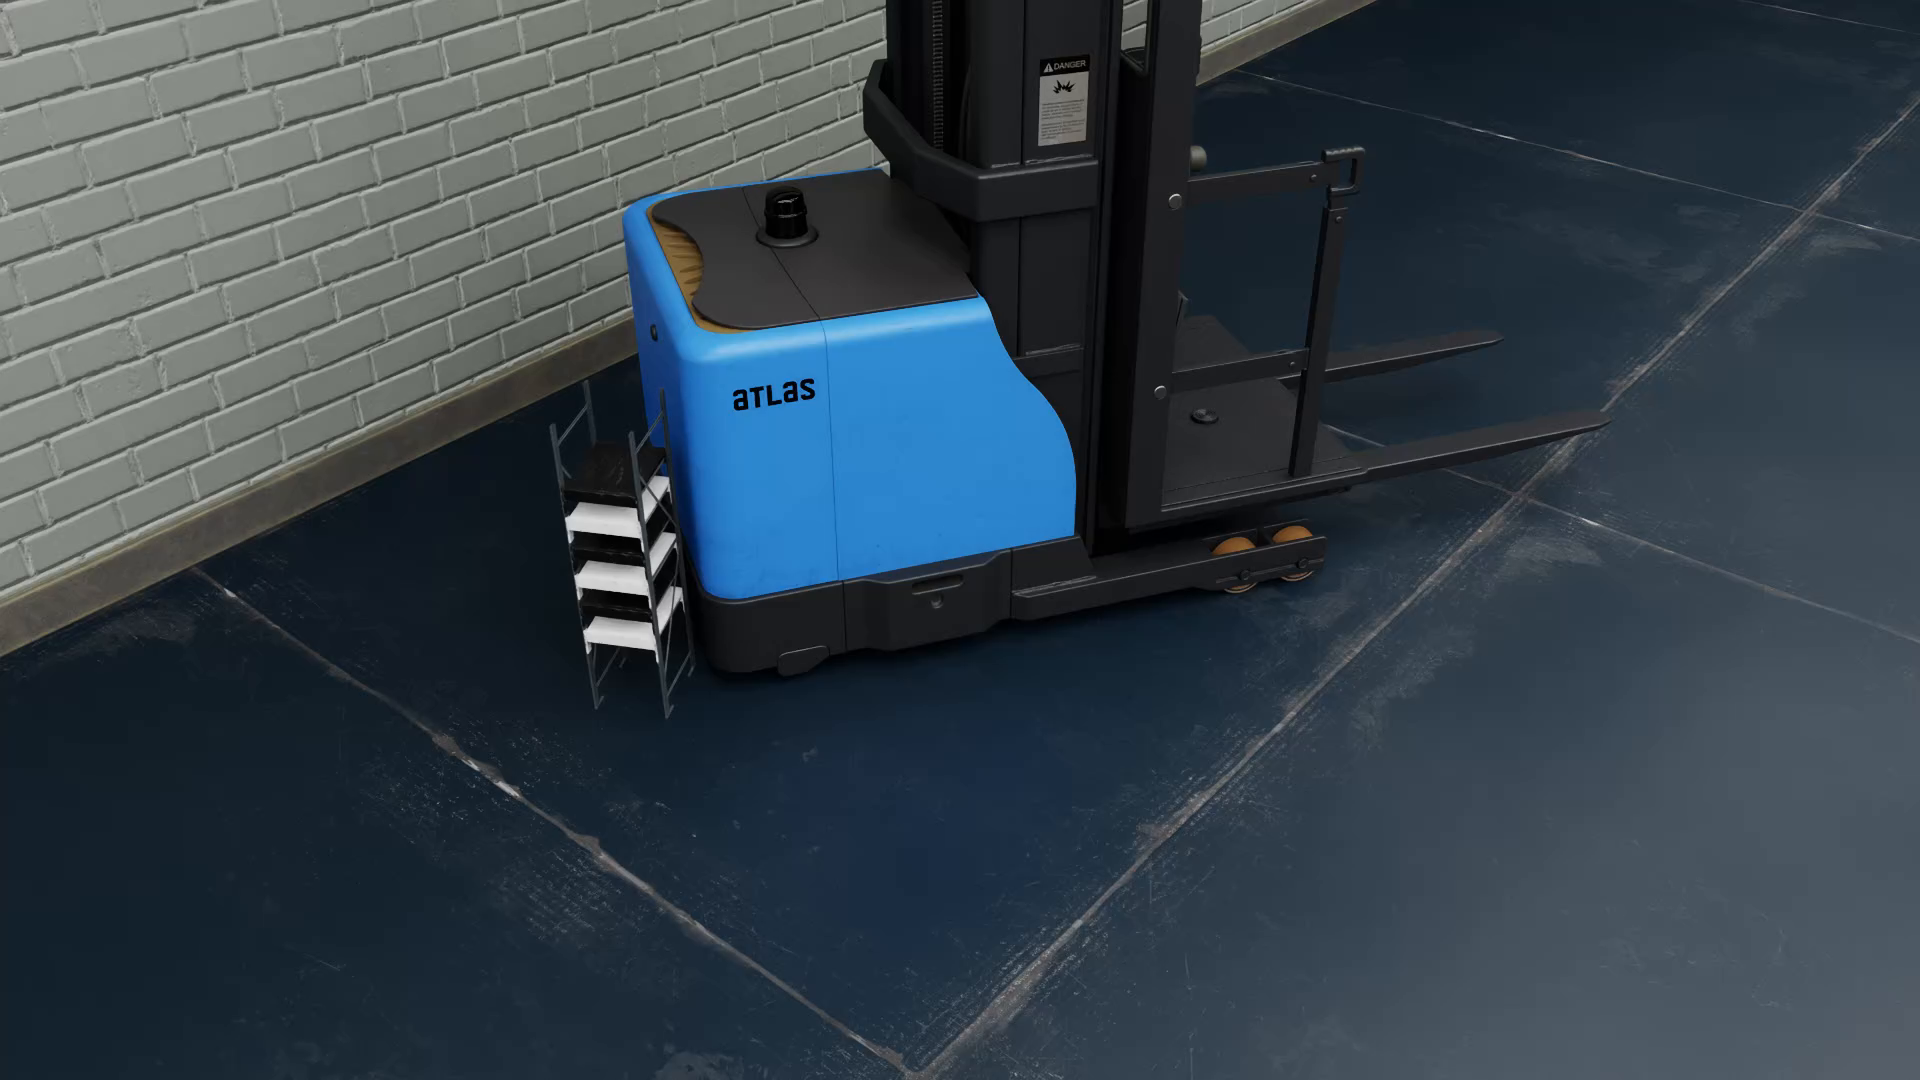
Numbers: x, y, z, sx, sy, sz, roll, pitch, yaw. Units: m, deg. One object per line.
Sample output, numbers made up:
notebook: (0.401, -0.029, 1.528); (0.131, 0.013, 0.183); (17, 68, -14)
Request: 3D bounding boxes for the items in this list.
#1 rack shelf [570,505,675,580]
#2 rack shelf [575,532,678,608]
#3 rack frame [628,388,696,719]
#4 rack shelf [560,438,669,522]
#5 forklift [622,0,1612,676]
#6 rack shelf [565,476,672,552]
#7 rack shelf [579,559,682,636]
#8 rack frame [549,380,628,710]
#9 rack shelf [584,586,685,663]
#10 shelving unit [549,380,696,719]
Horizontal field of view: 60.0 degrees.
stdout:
rack shelf: (-0.878, -0.007, 4.366); (0.200, 0.077, 0.258); (6, 35, 9)
rack shelf: (-0.878, 0.067, 4.417); (0.200, 0.077, 0.258); (6, 35, 9)
rack frame: (-0.778, 0.051, 4.381); (0.006, 0.900, 0.240); (6, 35, 9)
rack shelf: (-0.878, -0.156, 4.264); (0.200, 0.077, 0.258); (6, 35, 9)
forklift: (0.590, -1.321, 4.584); (3.031, 2.935, 1.130); (-11, 36, -15)
rack shelf: (-0.878, -0.081, 4.315); (0.200, 0.077, 0.258); (6, 35, 9)
rack shelf: (-0.878, 0.141, 4.467); (0.200, 0.077, 0.258); (6, 35, 9)
rack frame: (-0.977, 0.028, 4.414); (0.006, 0.900, 0.240); (6, 35, 9)
rack shelf: (-0.878, 0.215, 4.518); (0.200, 0.077, 0.258); (6, 35, 9)
shelving unit: (-0.878, 0.039, 4.398); (0.210, 0.900, 0.258); (6, 35, 9)
